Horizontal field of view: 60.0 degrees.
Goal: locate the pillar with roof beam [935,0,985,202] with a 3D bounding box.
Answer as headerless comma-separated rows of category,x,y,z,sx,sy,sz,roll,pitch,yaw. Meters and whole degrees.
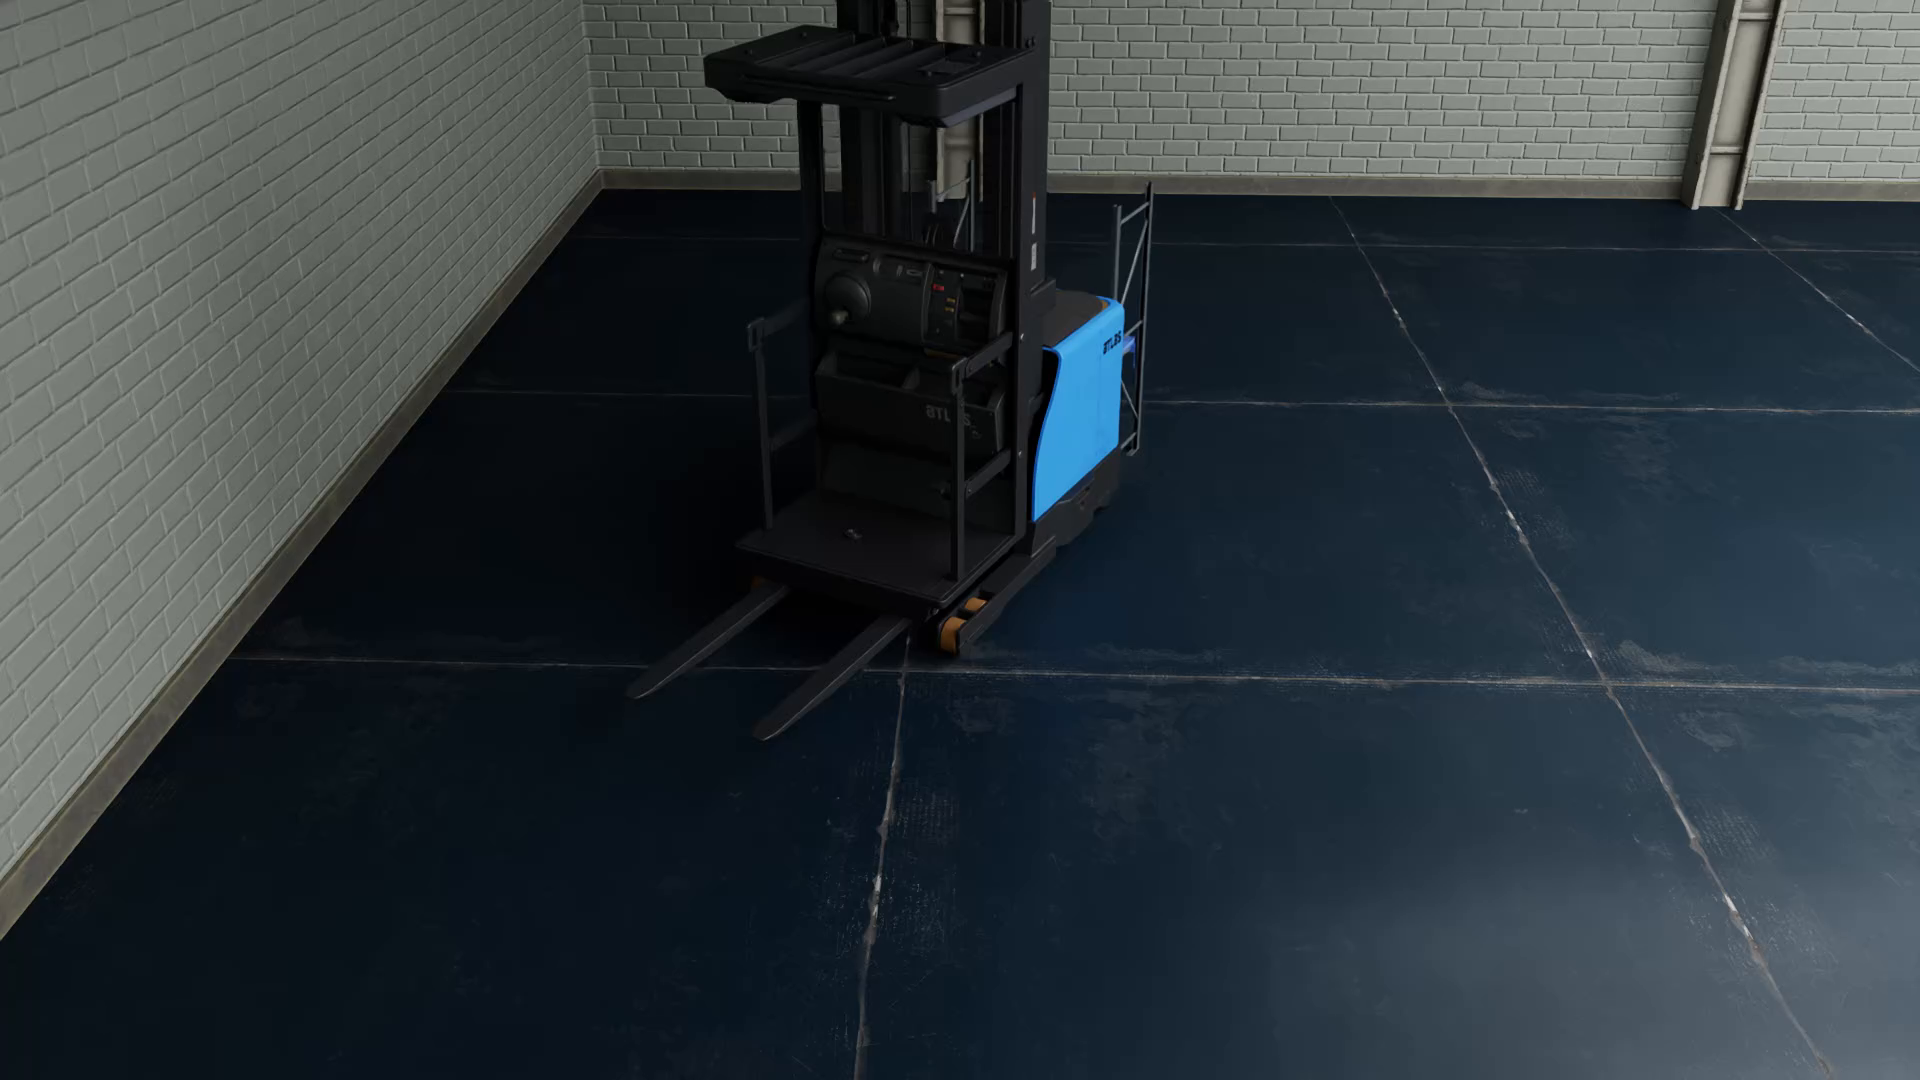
pillar with roof beam,-0.137,-4.757,7.616,0.400,9.000,9.100,1,28,2

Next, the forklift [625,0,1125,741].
forklift,-0.320,-1.032,7.067,1.130,2.935,3.031,14,31,25

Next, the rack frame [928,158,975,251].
rack frame,-0.043,-1.279,9.062,0.032,1.500,0.500,13,31,23

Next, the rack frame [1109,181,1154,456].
rack frame,0.869,-1.069,8.665,0.032,1.500,0.500,13,31,23

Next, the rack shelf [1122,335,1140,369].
rack shelf,0.412,-1.015,8.947,1.000,0.185,0.538,13,31,23

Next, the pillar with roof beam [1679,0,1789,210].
pillar with roof beam,5.859,-4.658,7.429,0.400,9.000,9.100,1,28,2

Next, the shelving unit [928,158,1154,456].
shelving unit,0.413,-1.174,8.863,1.048,1.500,0.538,13,31,23
